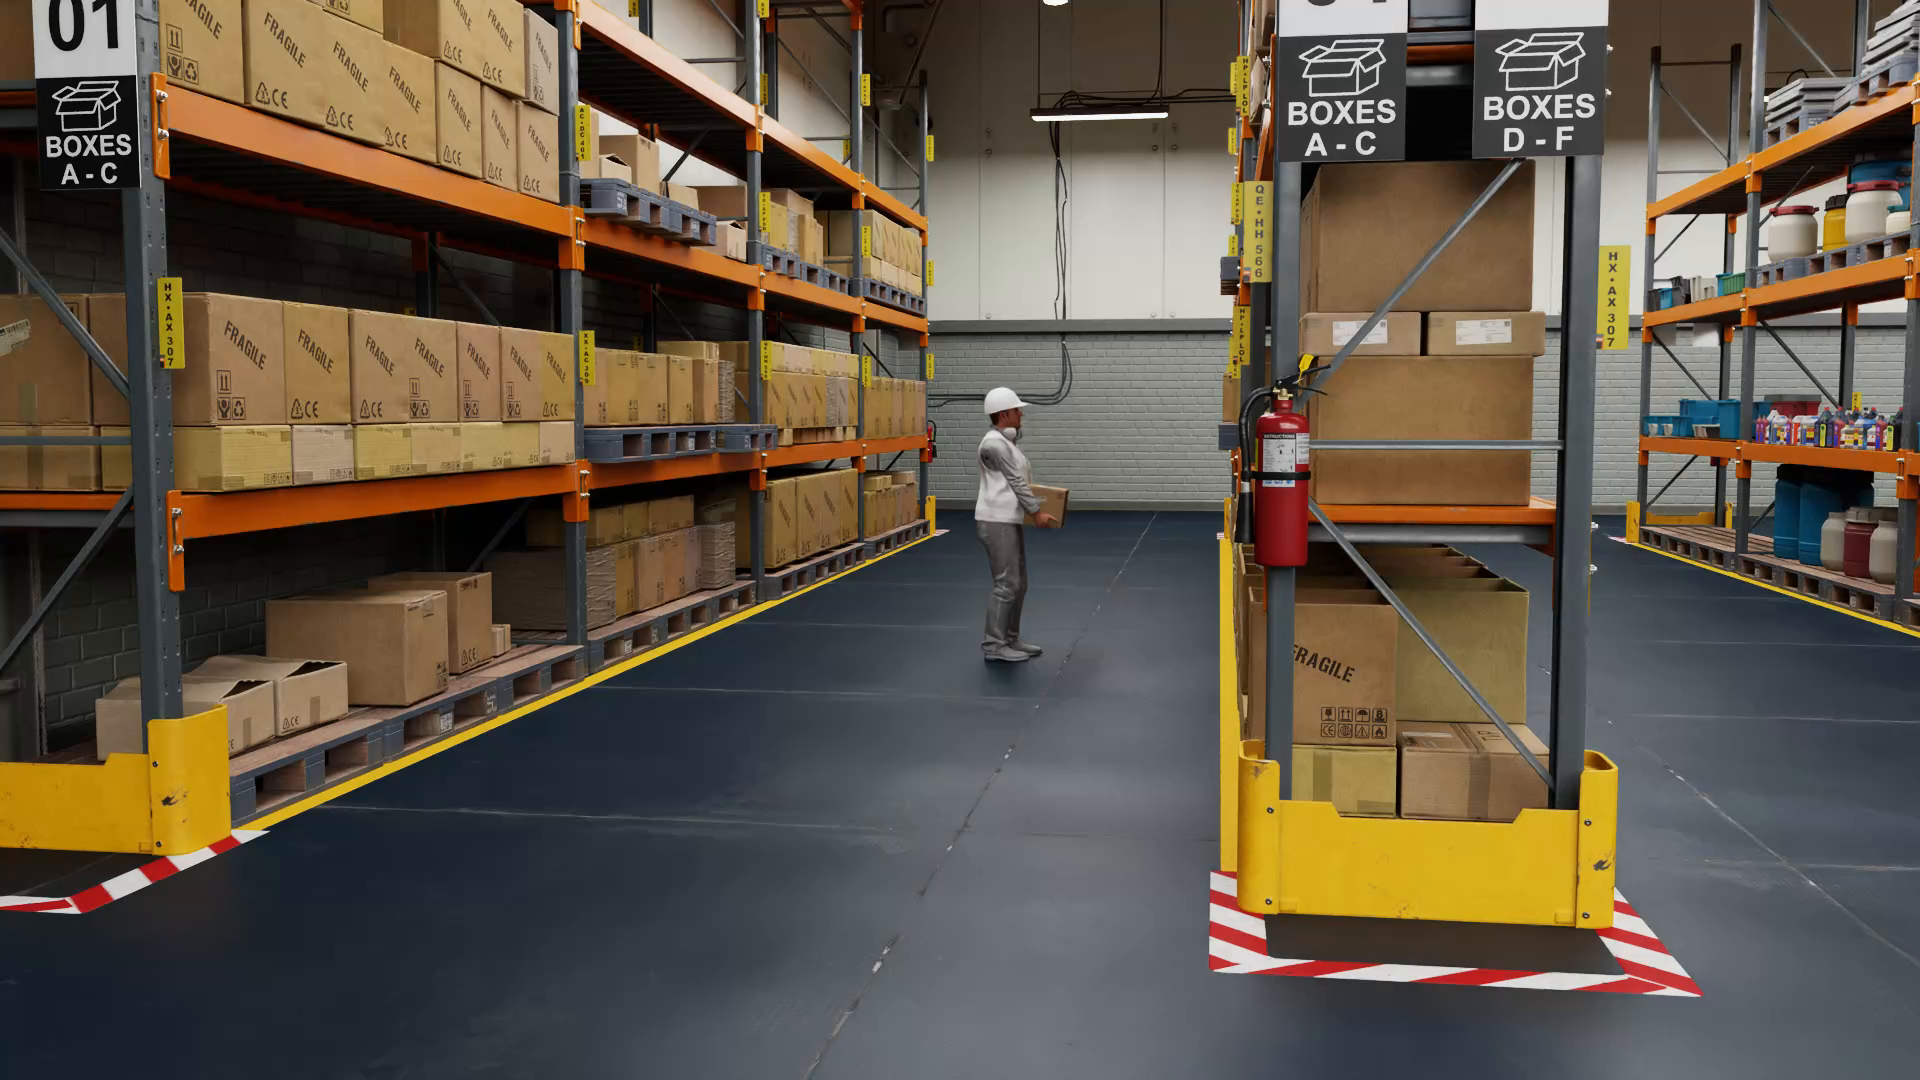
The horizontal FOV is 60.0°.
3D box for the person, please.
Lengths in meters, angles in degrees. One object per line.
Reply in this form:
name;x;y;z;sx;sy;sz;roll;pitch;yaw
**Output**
person;0.381;-0.108;10.886;0.558;1.772;0.495;1;4;8
